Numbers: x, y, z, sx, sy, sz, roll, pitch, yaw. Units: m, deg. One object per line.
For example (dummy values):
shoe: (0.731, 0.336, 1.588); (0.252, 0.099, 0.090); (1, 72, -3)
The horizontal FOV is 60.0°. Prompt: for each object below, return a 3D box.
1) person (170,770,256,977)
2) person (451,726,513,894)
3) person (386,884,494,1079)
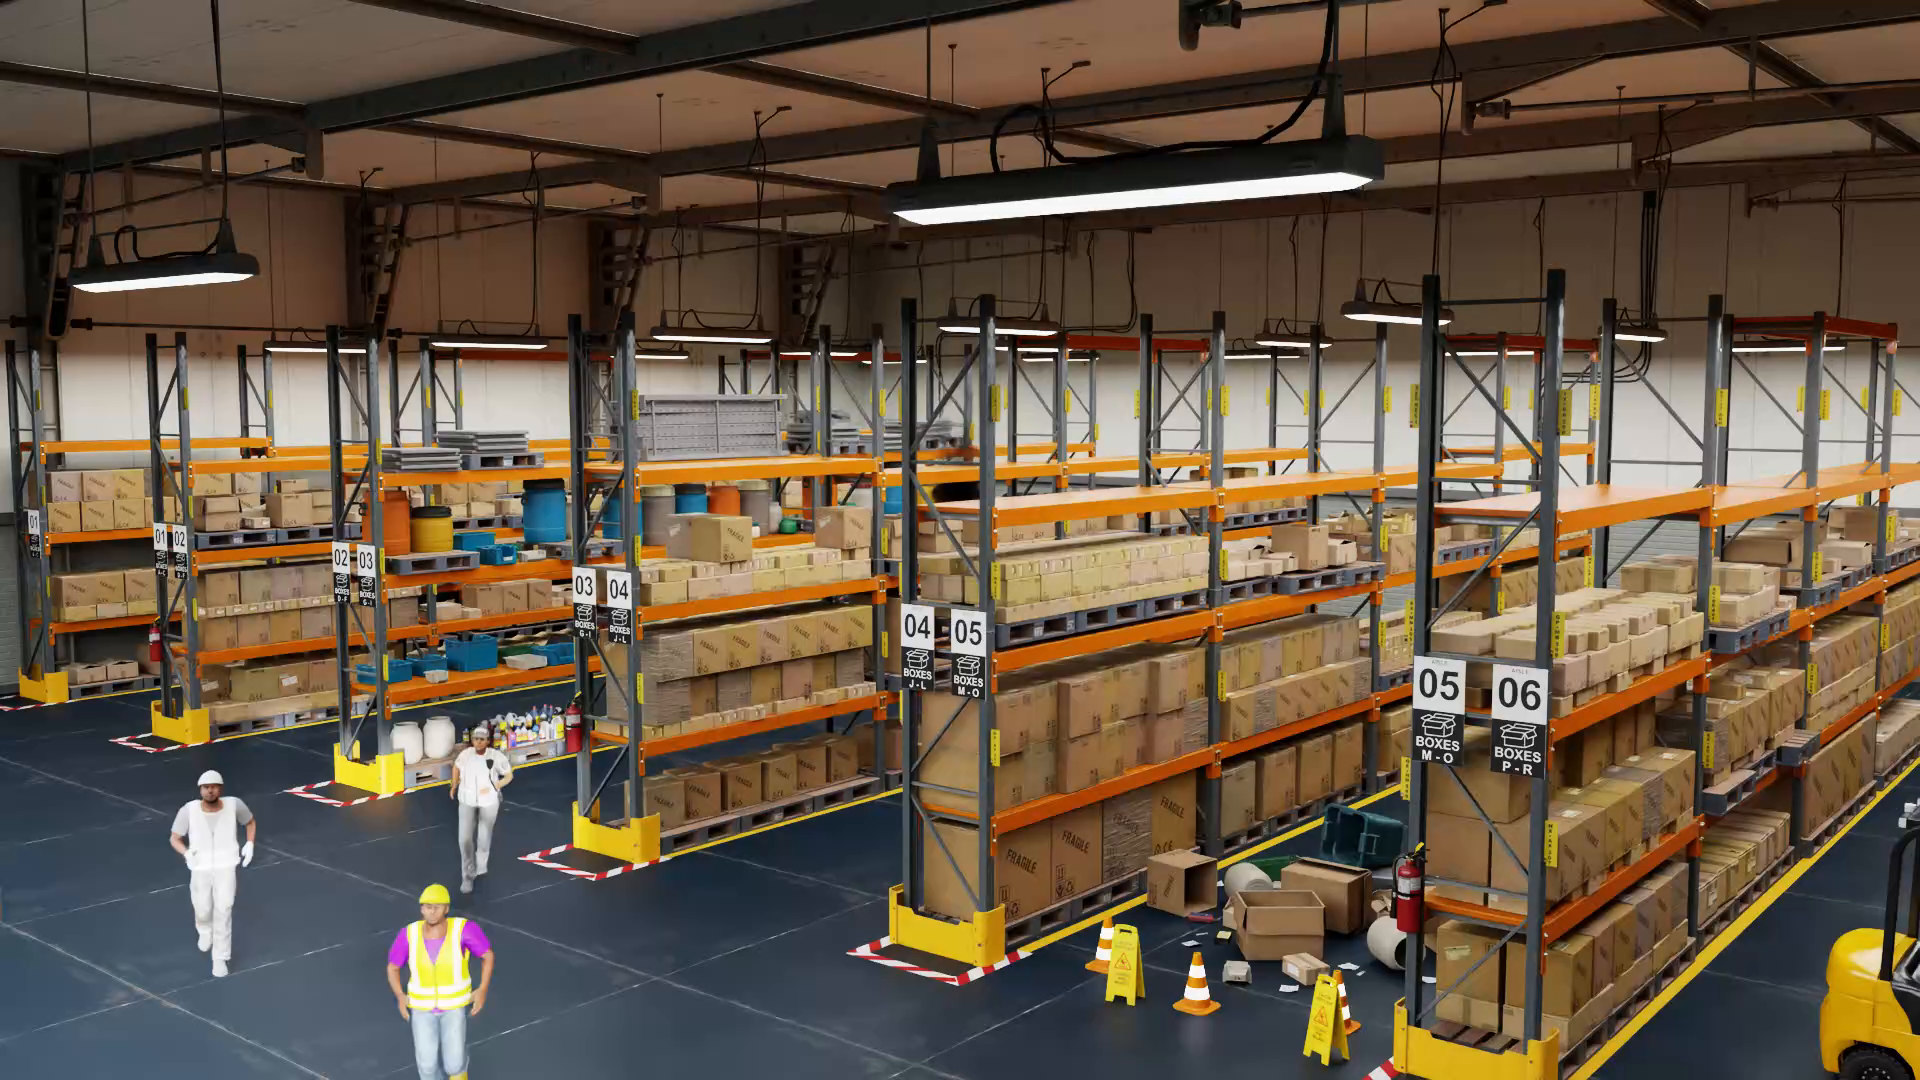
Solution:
person: (-6.697, 2.941, 14.943); (0.709, 1.786, 0.827); (-2, 6, -23)
person: (-5.004, 2.785, 17.421); (0.619, 1.721, 0.763); (-1, 5, -7)
person: (-3.668, 3.253, 11.758); (0.733, 1.720, 0.602); (-1, 5, -12)
